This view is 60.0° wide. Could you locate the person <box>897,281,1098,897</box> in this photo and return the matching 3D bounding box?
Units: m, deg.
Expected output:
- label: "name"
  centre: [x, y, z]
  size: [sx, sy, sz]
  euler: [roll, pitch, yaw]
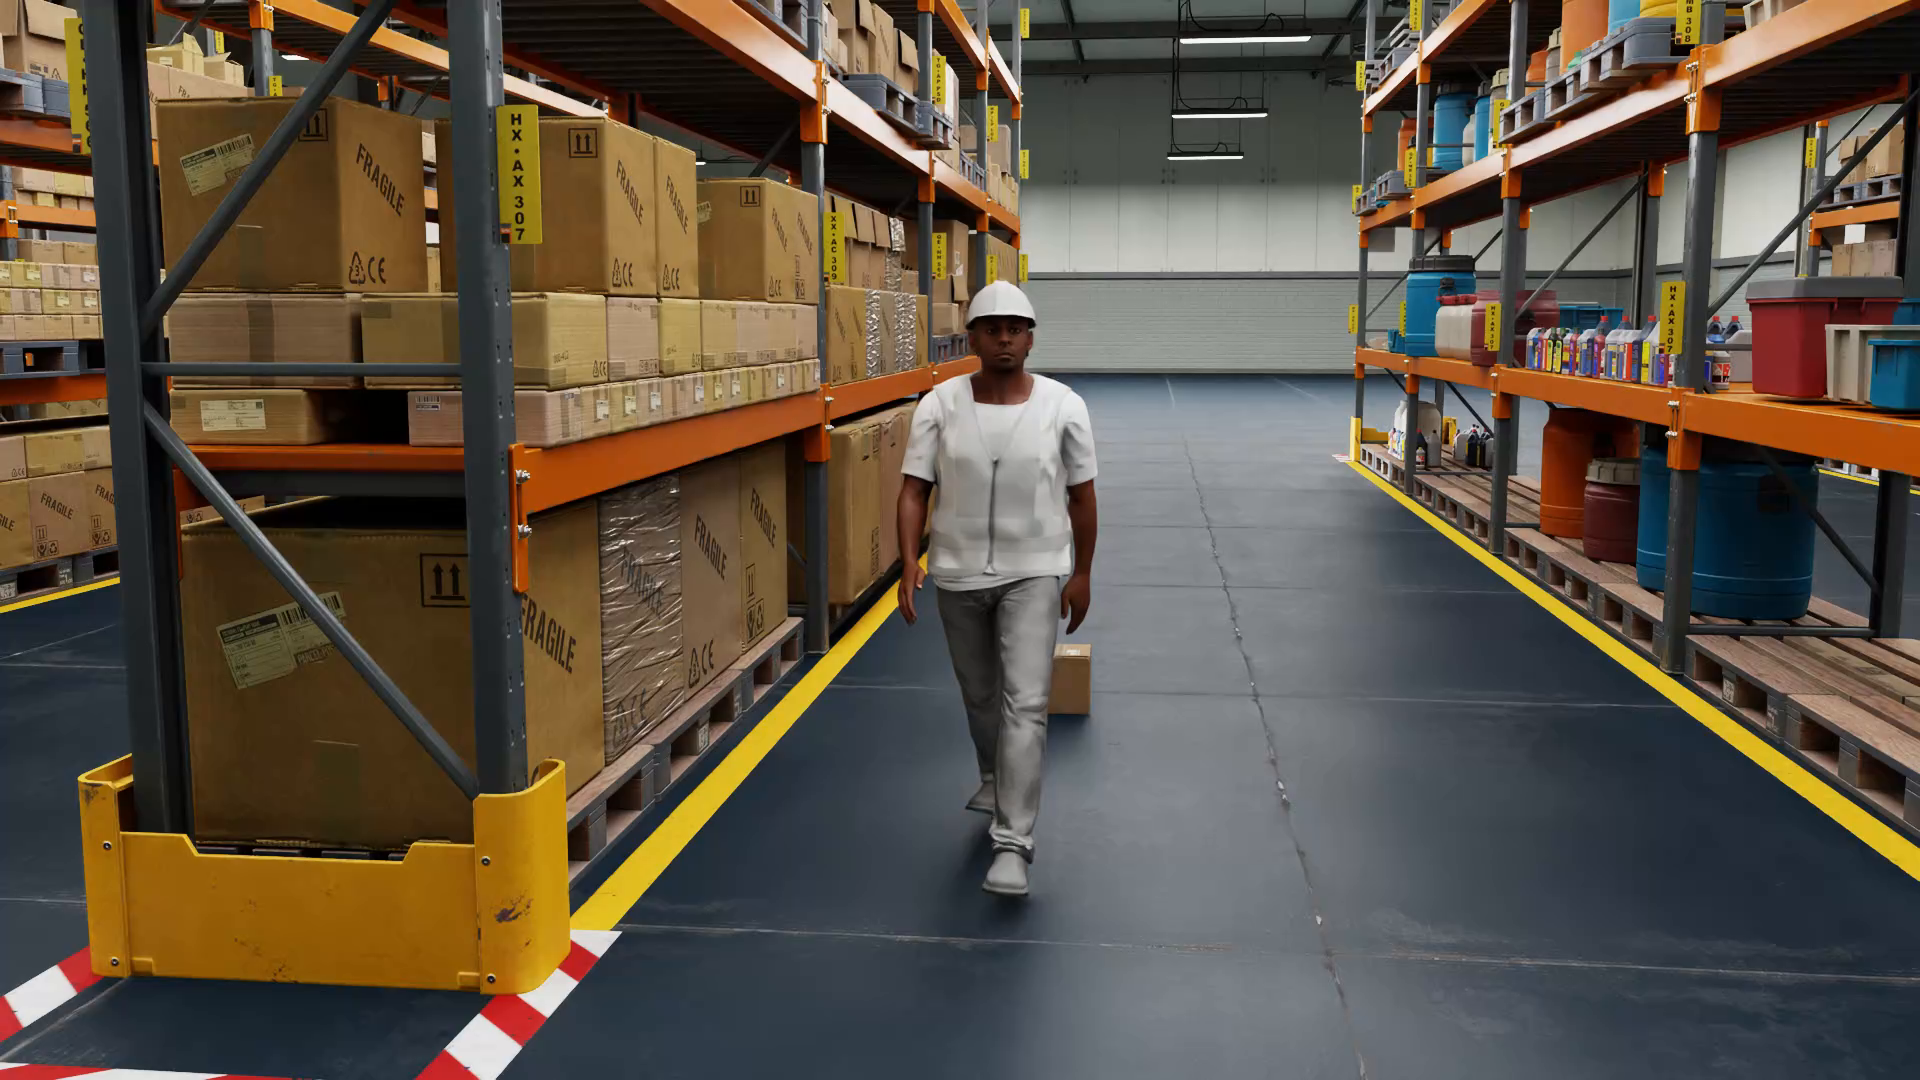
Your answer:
- label: "person"
  centre: [0.098, 0.100, 4.909]
  size: [0.576, 1.711, 1.063]
  euler: [1, 8, 10]
